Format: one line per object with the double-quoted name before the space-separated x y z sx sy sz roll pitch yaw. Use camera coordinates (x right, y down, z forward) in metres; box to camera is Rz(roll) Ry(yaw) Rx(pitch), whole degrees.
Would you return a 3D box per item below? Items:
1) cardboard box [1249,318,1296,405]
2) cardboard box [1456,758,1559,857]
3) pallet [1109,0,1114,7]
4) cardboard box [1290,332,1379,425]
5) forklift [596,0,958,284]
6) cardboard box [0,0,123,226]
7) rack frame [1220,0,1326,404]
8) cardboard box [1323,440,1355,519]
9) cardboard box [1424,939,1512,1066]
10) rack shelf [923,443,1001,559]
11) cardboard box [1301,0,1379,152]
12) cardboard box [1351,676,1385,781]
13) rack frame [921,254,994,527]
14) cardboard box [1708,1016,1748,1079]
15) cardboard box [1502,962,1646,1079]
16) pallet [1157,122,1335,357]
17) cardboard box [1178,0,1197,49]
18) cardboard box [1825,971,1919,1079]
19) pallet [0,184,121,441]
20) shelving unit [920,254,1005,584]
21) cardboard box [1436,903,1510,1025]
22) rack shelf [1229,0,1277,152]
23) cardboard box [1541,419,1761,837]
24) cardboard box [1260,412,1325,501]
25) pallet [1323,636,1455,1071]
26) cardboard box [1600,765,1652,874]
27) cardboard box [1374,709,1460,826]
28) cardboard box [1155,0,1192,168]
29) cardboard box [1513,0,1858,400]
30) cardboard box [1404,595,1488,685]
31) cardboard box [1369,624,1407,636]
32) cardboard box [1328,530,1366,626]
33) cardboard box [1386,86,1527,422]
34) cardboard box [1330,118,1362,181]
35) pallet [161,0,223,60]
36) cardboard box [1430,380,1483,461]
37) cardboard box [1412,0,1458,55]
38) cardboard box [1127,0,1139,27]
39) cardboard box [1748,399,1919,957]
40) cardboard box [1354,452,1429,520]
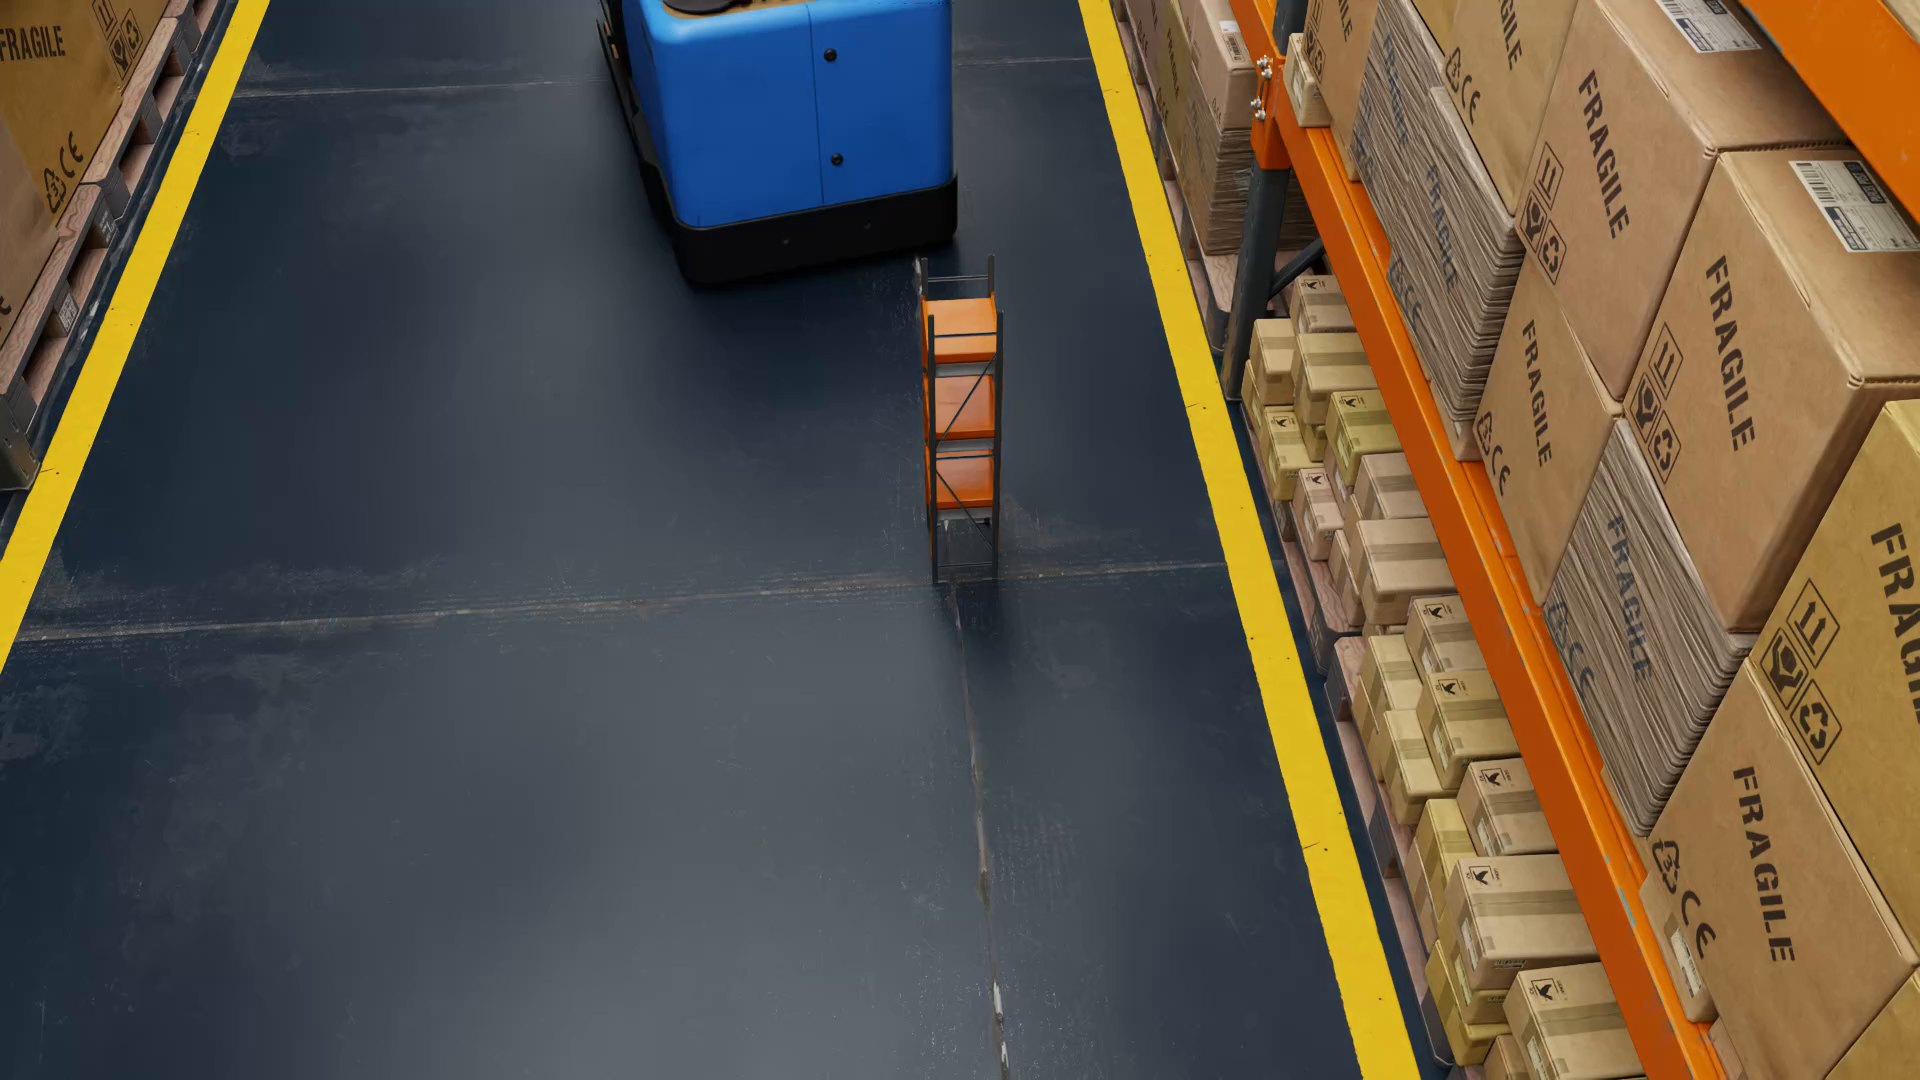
"cardboard box" 1.117 -0.559 5.183 0.380 0.149 0.250 -2 47 -1
"cardboard box" 1.383 0.638 3.844 0.380 0.149 0.250 -5 47 -5
"pallet" 1.135 -2.944 7.893 1.003 0.211 1.213 -3 47 -3
"cardboard box" 1.192 -0.479 4.902 0.380 0.149 0.250 -1 47 -1
"forklift" -0.931 -3.030 6.101 1.130 2.935 3.031 -13 48 -12
"cardboard box" -3.734 -1.711 5.979 0.875 0.875 0.875 -2 47 -2
"rack frame" 1.405 -1.575 4.675 1.000 3.000 0.127 -3 47 -3
"cardboard box" 1.284 -0.208 4.850 0.380 0.149 0.250 -4 47 -4
"cardboard box" 1.312 1.052 3.862 0.380 0.149 0.250 -5 47 -5
"rack shelf" 0.004 -0.124 5.042 0.215 0.259 0.240 -3 47 -3
"cardboard box" 1.196 -1.338 4.177 0.500 0.500 0.500 -4 47 -4
"cardboard box" 1.265 0.480 4.403 0.380 0.149 0.250 -5 47 -4
"rack frame" -0.006 -0.411 4.916 0.200 1.050 0.008 -3 47 -3
"cardboard box" 1.412 0.824 2.576 0.380 0.149 0.250 -4 47 -4
"cardboard box" 1.373 1.027 3.476 0.380 0.149 0.250 -5 47 -5
"pallet" 1.339 -1.179 6.221 1.003 0.211 1.213 -3 47 -3
"cardboard box" 1.061 -2.014 6.007 0.500 0.250 0.500 -1 47 -1
"cardboard box" 1.446 0.873 2.083 0.500 0.500 0.500 -3 47 -2
"pallet" -3.658 -0.796 5.858 1.003 0.211 1.213 -3 47 -3
"shelving unit" 0.004 -0.322 4.832 0.215 1.050 0.252 -3 47 -3
"cardboard box" 1.310 0.939 3.765 0.380 0.149 0.250 -3 47 -3
"rack shelf" 1.238 -2.774 6.307 1.077 0.370 4.000 -3 47 -3
"cardboard box" 1.356 0.134 2.783 0.500 0.500 0.500 -3 47 -3
"cardboard box" 1.138 -0.263 5.108 0.380 0.149 0.250 -2 47 -2
"pallet" 1.602 0.753 4.392 1.003 0.211 1.213 -3 47 -3
"cardboard box" 1.375 0.449 2.932 0.380 0.149 0.250 -5 47 -5
"cardboard box" 1.257 0.554 4.128 0.380 0.149 0.250 -3 47 -3
"cardboard box" 1.050 -1.751 6.275 0.500 0.500 0.500 -4 47 -4
"cardboard box" 1.312 -0.602 2.792 0.500 0.500 0.500 -5 47 -5
"cardboard box" 1.352 0.270 4.193 0.380 0.149 0.250 -5 47 -5
"cardboard box" 1.303 0.188 4.475 0.380 0.149 0.250 -2 47 -1
"cardboard box" 1.282 0.094 4.769 0.380 0.149 0.250 -4 47 -4
"cardboard box" 1.251 -0.614 3.491 0.500 0.500 0.500 -4 47 -4
"cardboard box" 1.199 -1.081 4.381 0.380 0.149 0.250 -2 47 -2
"pallet" -3.863 -2.561 7.530 1.003 0.211 1.213 -3 47 -3
"cardboard box" 1.262 -0.314 3.654 0.380 0.149 0.250 -2 47 -2
"cardboard box" 1.259 -1.340 3.491 0.500 0.500 0.500 -5 47 -4
"cardboard box" 0.969 -2.492 6.976 0.500 0.500 0.500 -5 47 -4
"cardboard box" 1.412 0.156 2.074 0.500 0.500 0.500 -5 47 -5
"cardboard box" 1.307 -0.111 4.554 0.380 0.149 0.250 -5 47 -4
